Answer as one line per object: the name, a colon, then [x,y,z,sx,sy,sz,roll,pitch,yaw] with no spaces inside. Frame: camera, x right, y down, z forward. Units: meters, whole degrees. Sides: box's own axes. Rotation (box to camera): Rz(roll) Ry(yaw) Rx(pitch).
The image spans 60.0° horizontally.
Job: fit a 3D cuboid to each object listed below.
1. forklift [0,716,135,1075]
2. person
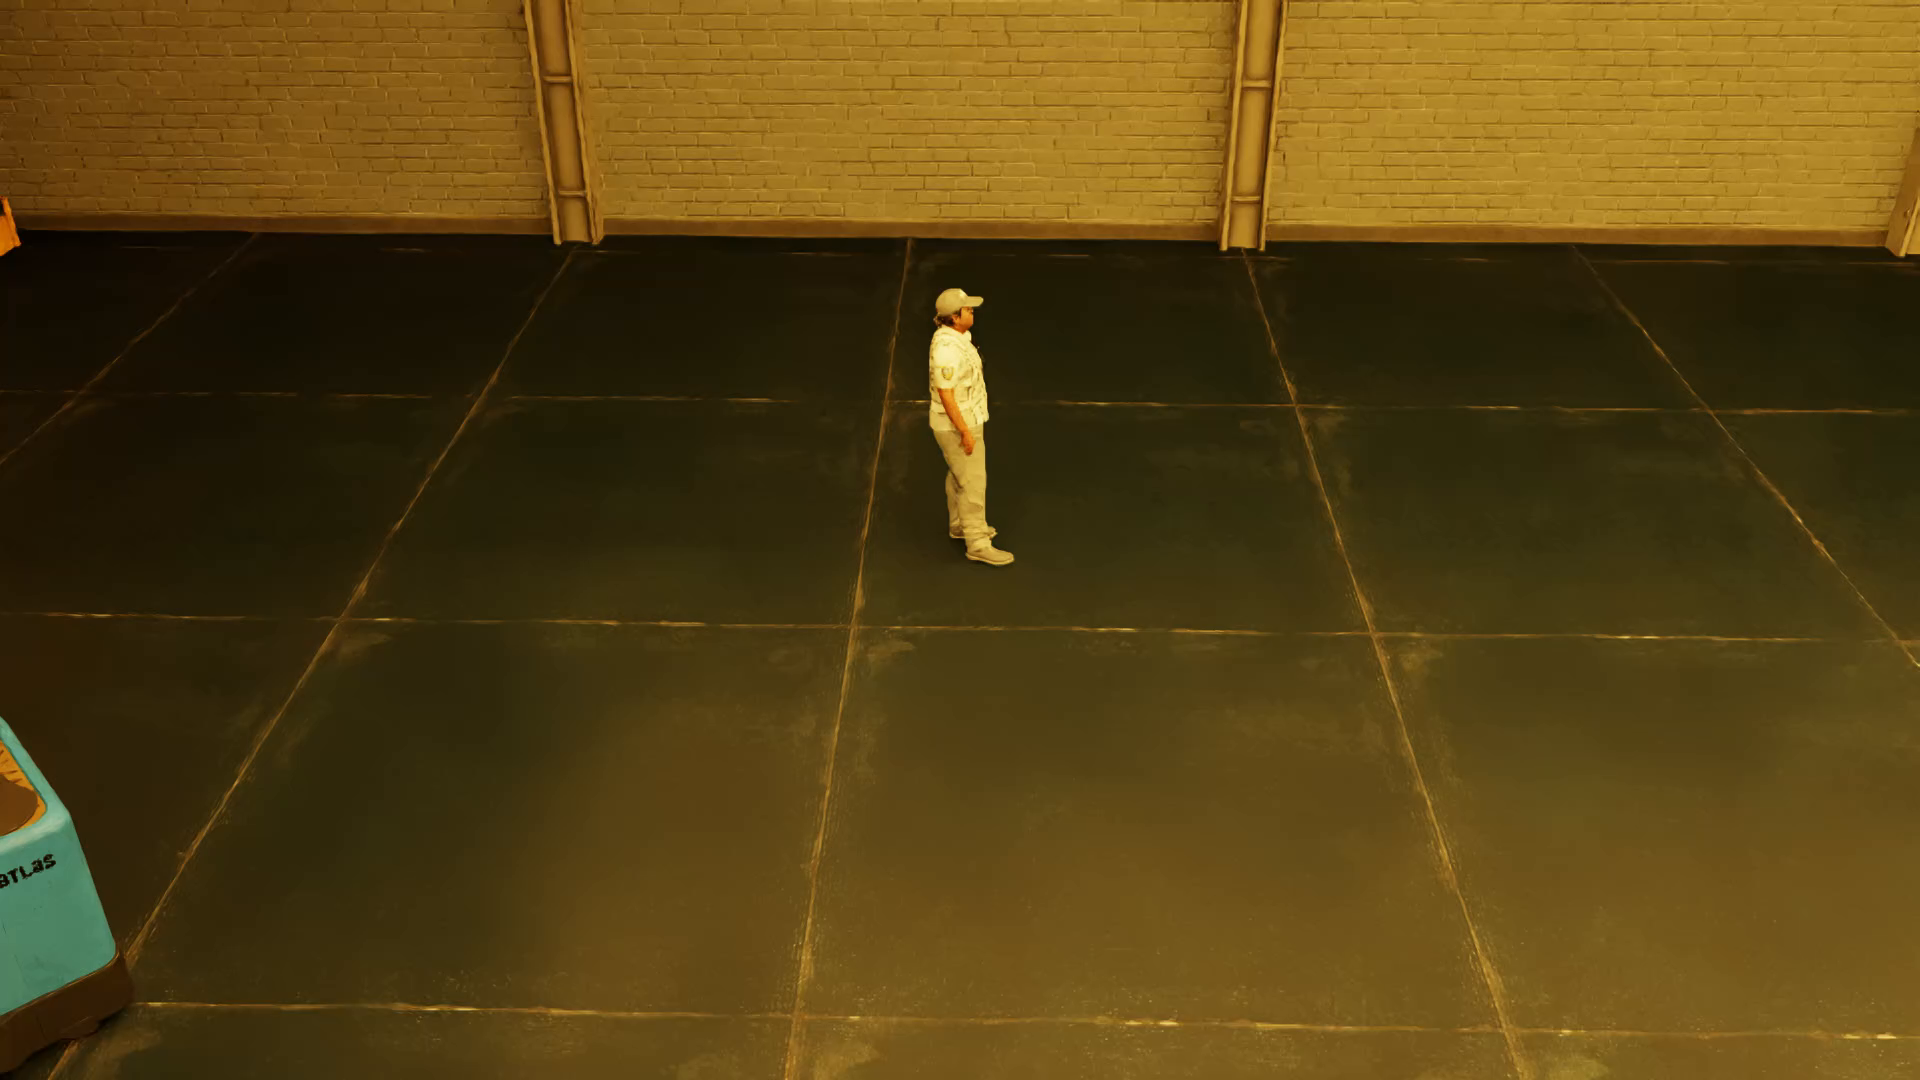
forklift: [-4.942,1.069,5.801,3.031,2.935,1.130,-25,39,-36]
person: [0.076,-0.712,10.052,0.529,1.669,0.598,1,31,1]
